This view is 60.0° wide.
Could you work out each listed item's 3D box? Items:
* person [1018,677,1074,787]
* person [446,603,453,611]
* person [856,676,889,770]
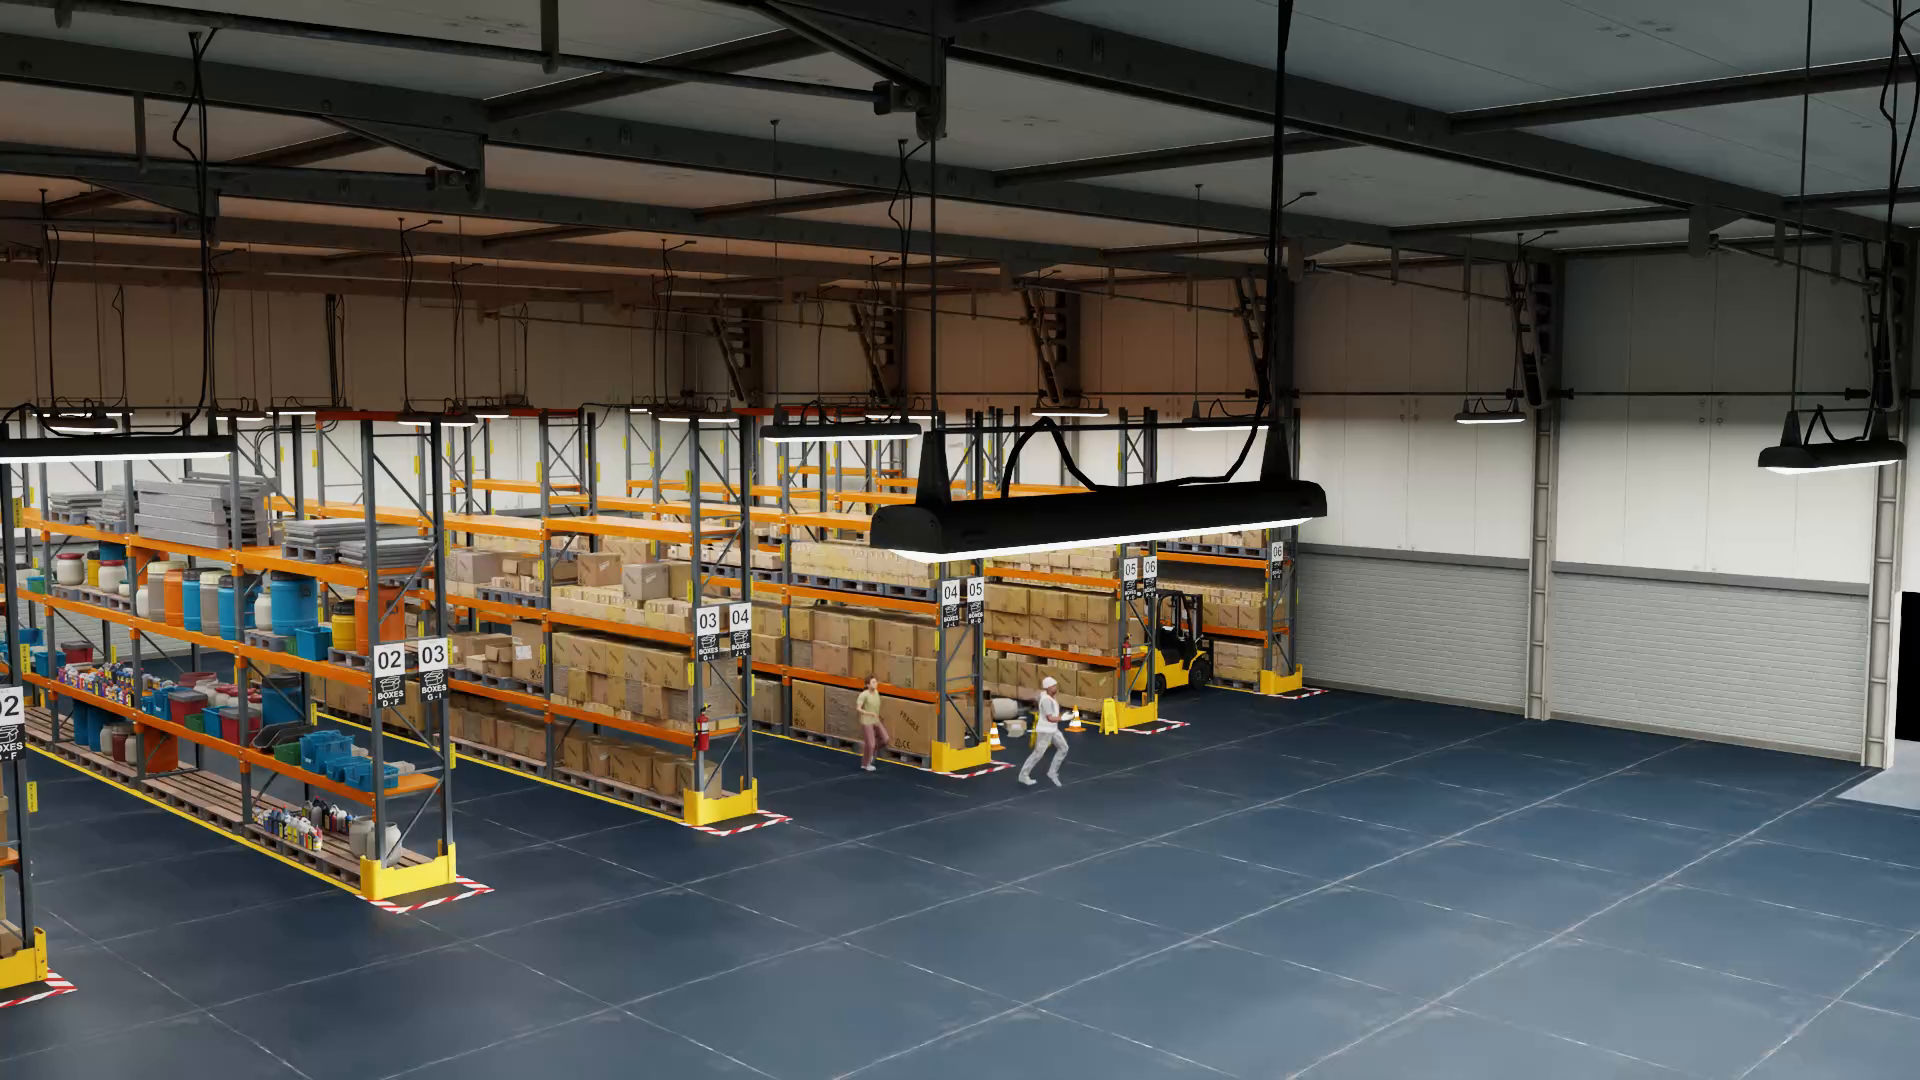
[{"bbox_3d":[1.395,3.080,26.682,0.897,1.801,0.697,1,5,12],"label":"person"},{"bbox_3d":[-12.386,1.913,40.446,0.624,1.723,0.865,2,6,25],"label":"person"},{"bbox_3d":[-1.476,3.064,27.821,0.553,1.613,0.574,5,7,42],"label":"person"}]
